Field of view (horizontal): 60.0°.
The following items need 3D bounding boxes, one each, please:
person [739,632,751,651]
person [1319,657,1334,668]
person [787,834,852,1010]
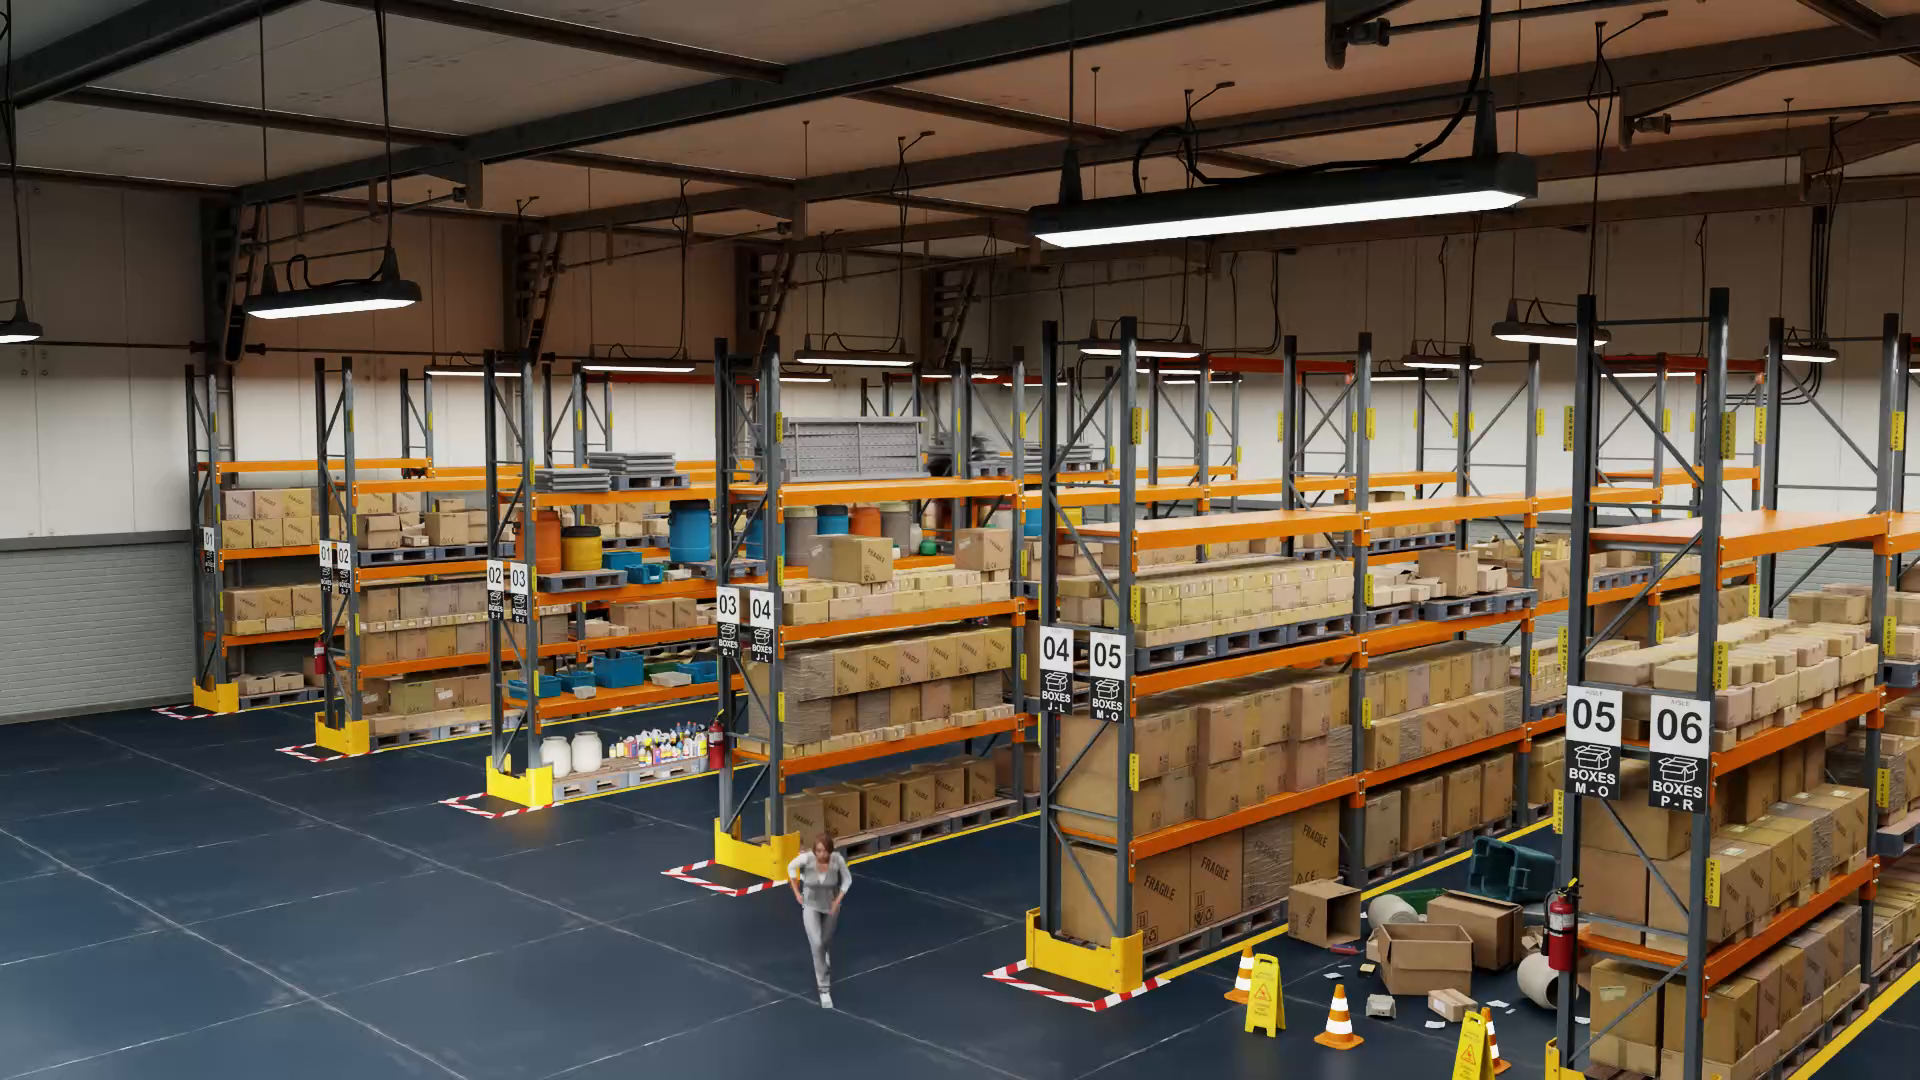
[{"bbox_3d":[-4.290,1.733,33.596,0.656,1.745,0.625,4,6,44],"label":"person"},{"bbox_3d":[5.340,2.498,24.354,0.507,1.647,0.728,4,6,39],"label":"person"},{"bbox_3d":[-1.246,3.290,14.798,0.569,1.546,0.914,0,4,-3],"label":"person"}]
